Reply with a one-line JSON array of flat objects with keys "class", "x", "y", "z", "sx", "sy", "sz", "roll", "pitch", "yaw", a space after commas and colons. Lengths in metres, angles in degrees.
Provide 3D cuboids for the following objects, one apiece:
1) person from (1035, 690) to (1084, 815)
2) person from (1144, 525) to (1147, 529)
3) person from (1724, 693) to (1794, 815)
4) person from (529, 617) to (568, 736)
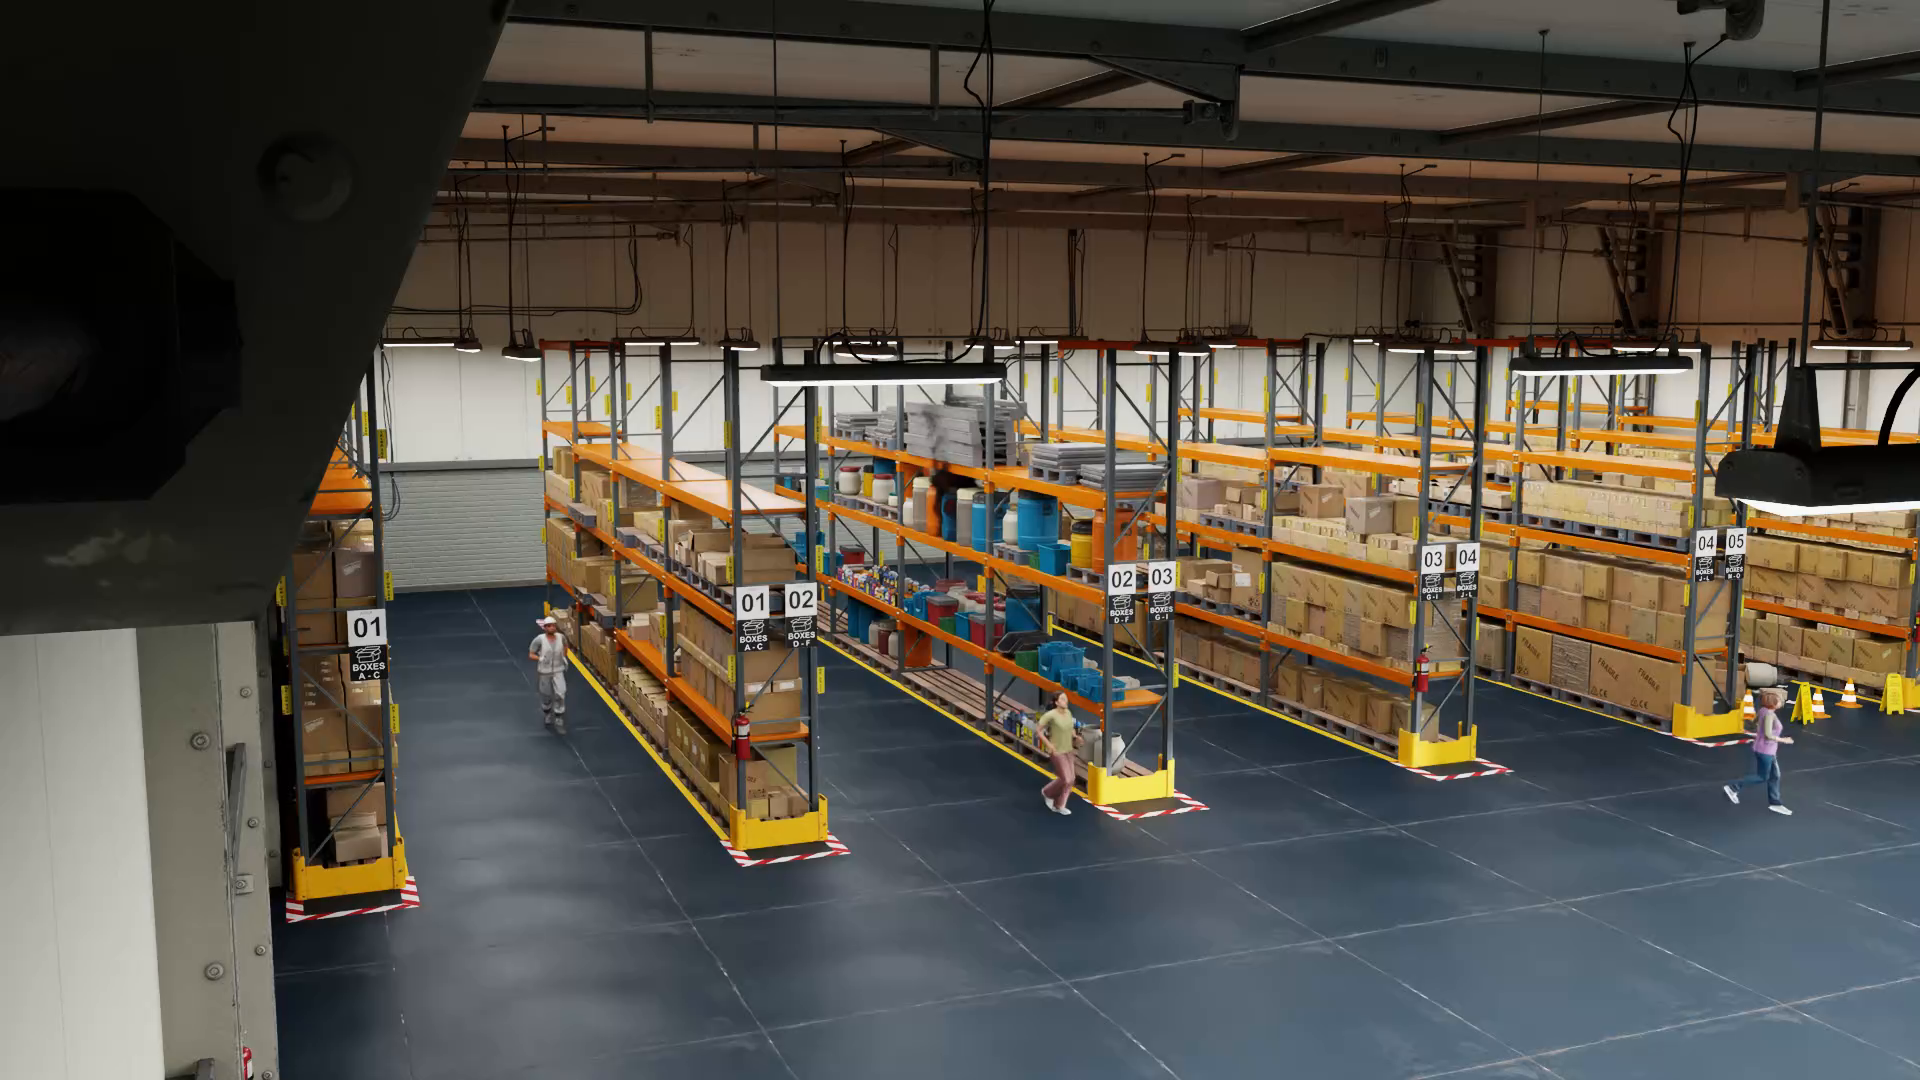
[{"class": "person", "x": 1.302, "y": 2.739, "z": 21.490, "sx": 0.597, "sy": 1.626, "sz": 0.538, "roll": -7, "pitch": 10, "yaw": -42}, {"class": "person", "x": 4.342, "y": 0.461, "z": 38.862, "sx": 0.620, "sy": 1.679, "sz": 0.705, "roll": -1, "pitch": 8, "yaw": -9}, {"class": "person", "x": 10.389, "y": 2.755, "z": 21.584, "sx": 0.839, "sy": 1.597, "sz": 0.549, "roll": 3, "pitch": 8, "yaw": 19}, {"class": "person", "x": -6.376, "y": 2.095, "z": 25.858, "sx": 0.633, "sy": 1.840, "sz": 0.795, "roll": -3, "pitch": 8, "yaw": -22}]
